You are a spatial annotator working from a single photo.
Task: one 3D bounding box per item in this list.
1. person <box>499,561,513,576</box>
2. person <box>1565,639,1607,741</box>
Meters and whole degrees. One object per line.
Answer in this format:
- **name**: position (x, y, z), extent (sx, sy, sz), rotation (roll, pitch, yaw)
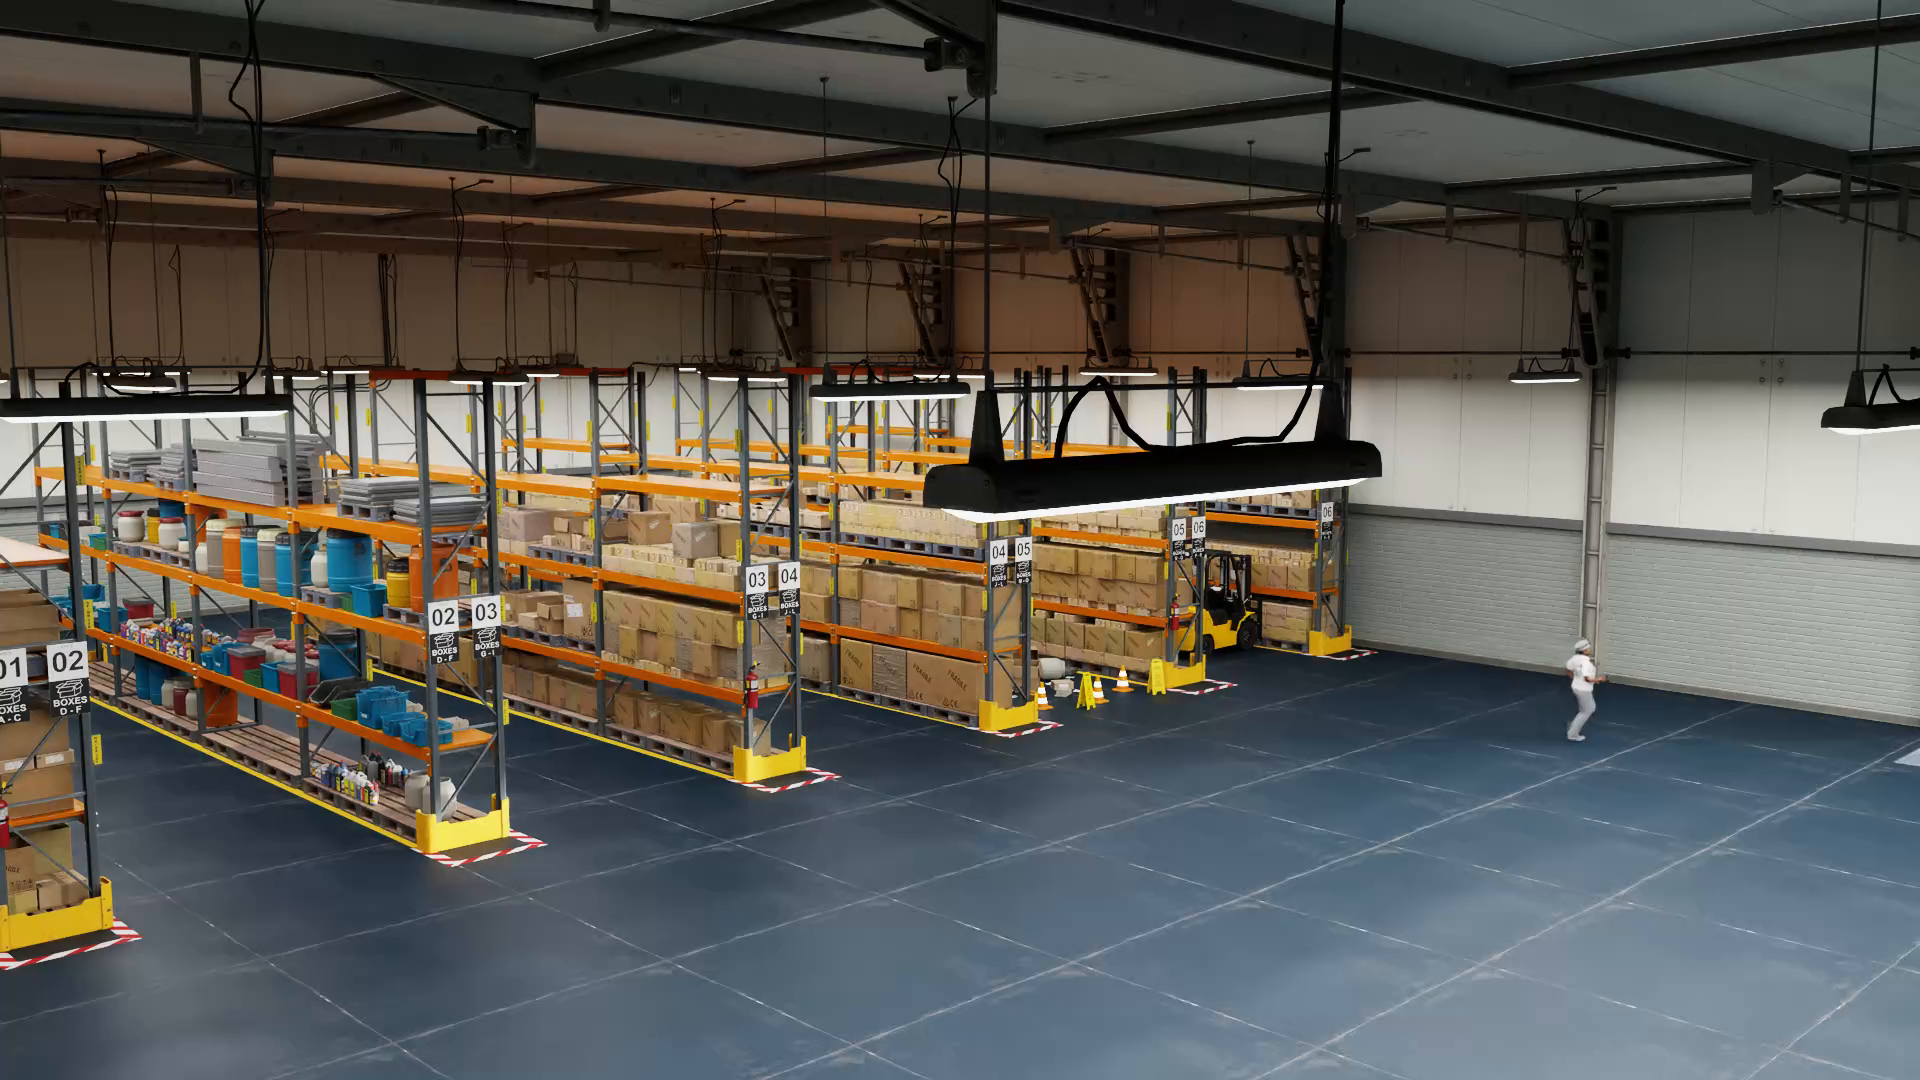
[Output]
- **person**: position (-11.120, 0.872, 40.658), extent (0.794, 1.757, 0.765), rotation (-3, 7, -23)
- **person**: position (10.211, 2.440, 27.112), extent (0.580, 1.668, 0.562), rotation (0, 6, 0)
